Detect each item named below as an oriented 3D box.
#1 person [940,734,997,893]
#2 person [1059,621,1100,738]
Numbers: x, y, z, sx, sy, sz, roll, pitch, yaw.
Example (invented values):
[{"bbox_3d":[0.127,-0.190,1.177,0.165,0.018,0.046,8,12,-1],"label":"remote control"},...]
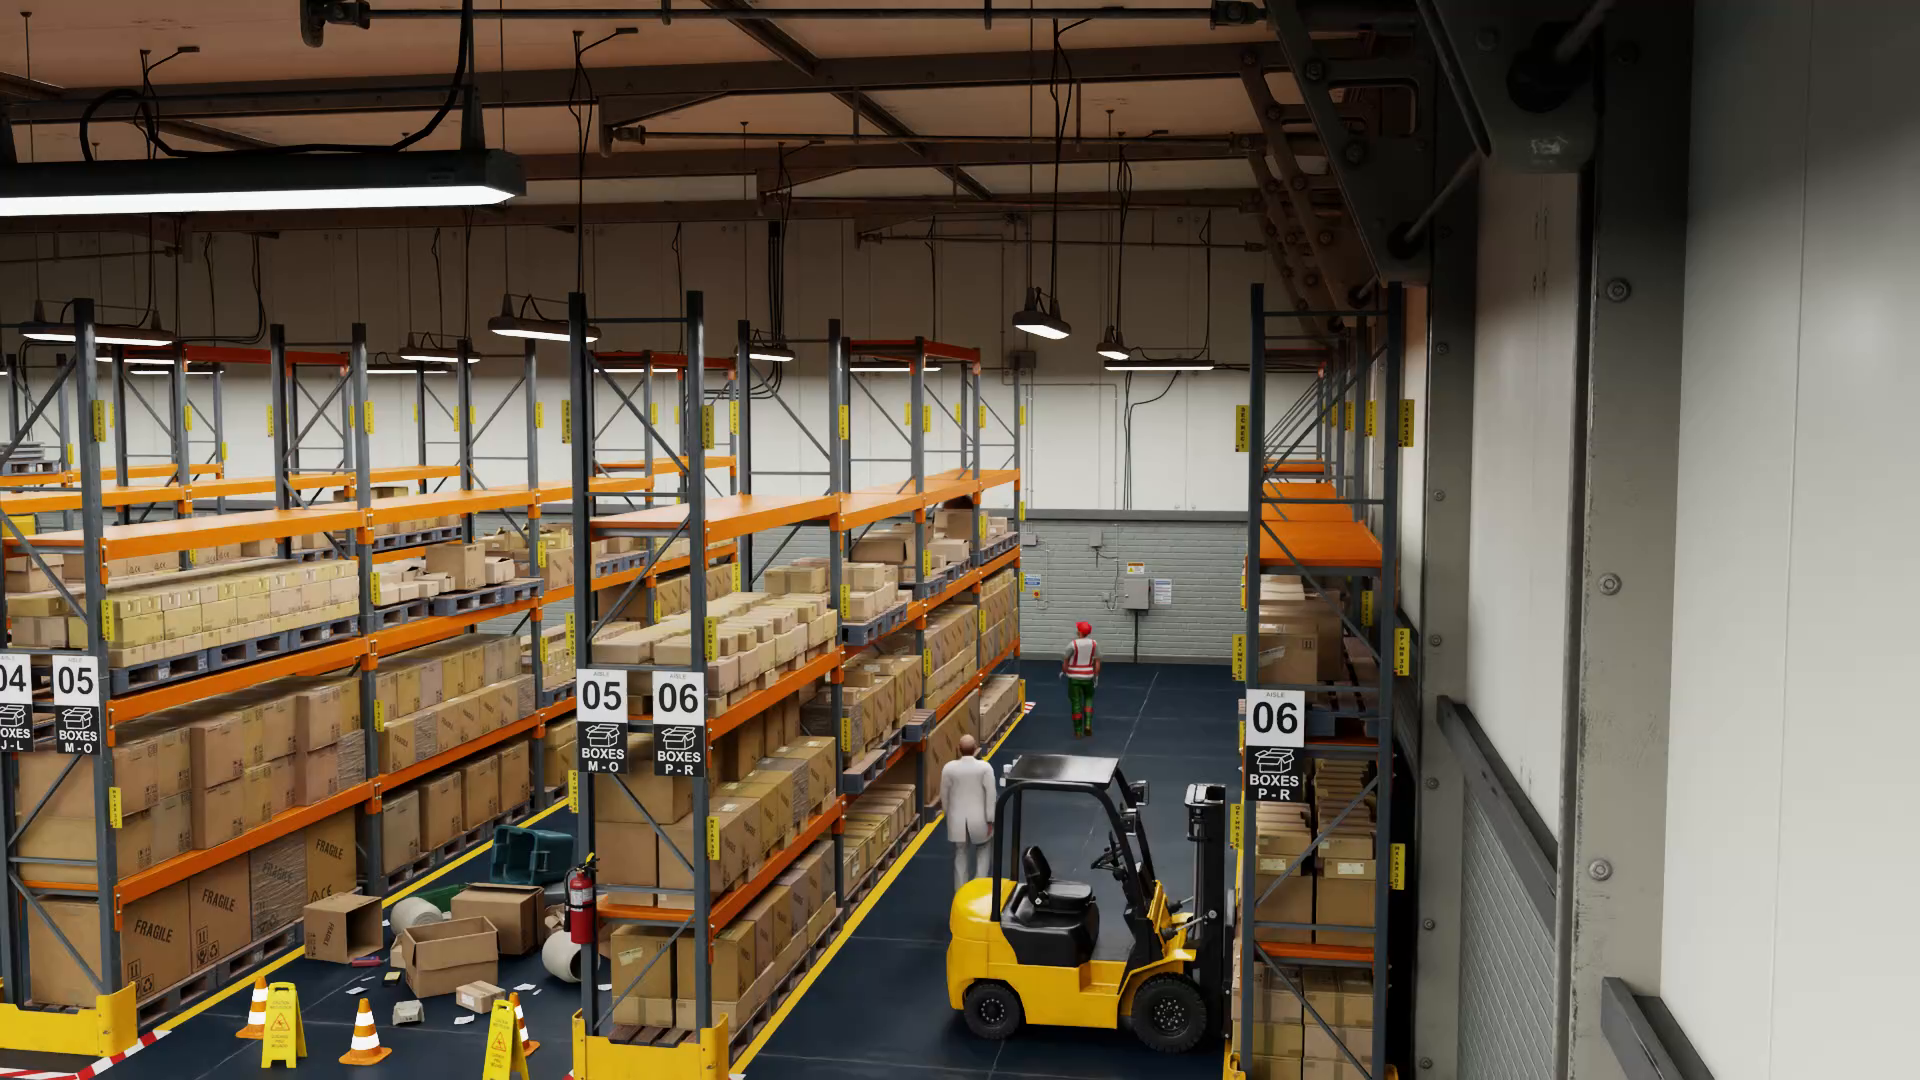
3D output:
[{"bbox_3d":[0.092,2.904,17.134,0.600,1.828,0.648,1,5,7],"label":"person"},{"bbox_3d":[1.808,2.103,25.085,0.608,1.804,0.542,0,5,0],"label":"person"}]
